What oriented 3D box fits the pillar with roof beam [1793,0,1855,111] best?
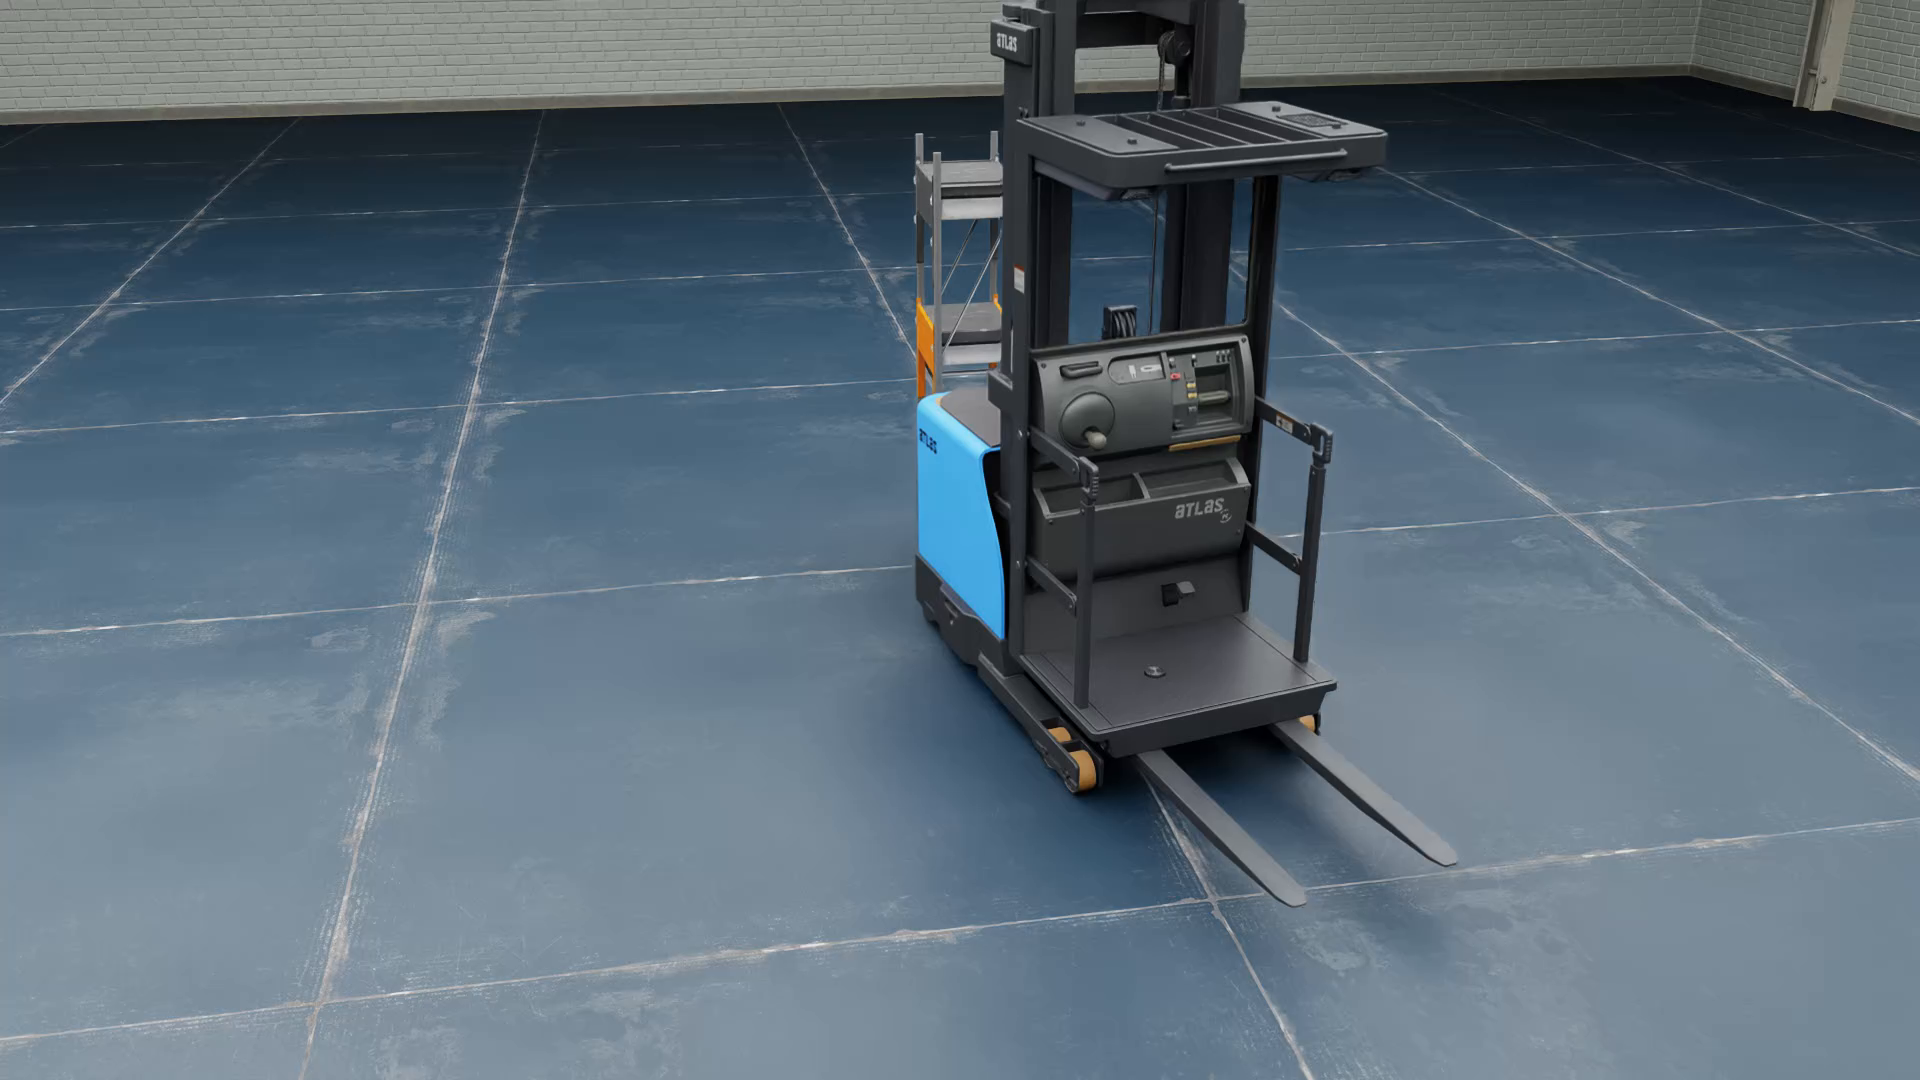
[{"bbox_3d":[6.841,-9.415,19.064,9.100,9.000,0.400,-4,24,-10],"label":"pillar with roof beam"}]

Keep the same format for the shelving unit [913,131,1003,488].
[{"bbox_3d":[0.031,-0.897,8.181,0.431,2.100,0.503,-4,24,-10],"label":"shelving unit"}]

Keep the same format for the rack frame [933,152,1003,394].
[{"bbox_3d":[0.076,-0.801,7.961,0.400,2.100,0.015,-4,24,-10],"label":"rack frame"}]

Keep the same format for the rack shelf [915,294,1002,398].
[{"bbox_3d":[0.031,-0.885,8.186,0.431,0.518,0.480,-4,24,-10],"label":"rack shelf"}]

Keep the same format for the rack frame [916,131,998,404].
[{"bbox_3d":[-0.015,-0.993,8.400,0.400,2.100,0.015,-4,24,-10],"label":"rack frame"}]

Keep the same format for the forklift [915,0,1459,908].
[{"bbox_3d":[0.819,-0.549,6.345,1.130,2.935,3.031,-9,25,-20],"label":"forklift"}]

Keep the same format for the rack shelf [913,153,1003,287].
[{"bbox_3d":[0.031,-1.526,7.906,0.431,0.518,0.480,-4,24,-10],"label":"rack shelf"}]

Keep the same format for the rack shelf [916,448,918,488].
[{"bbox_3d":[0.031,-0.243,8.466,0.431,0.518,0.480,-4,24,-10],"label":"rack shelf"}]
